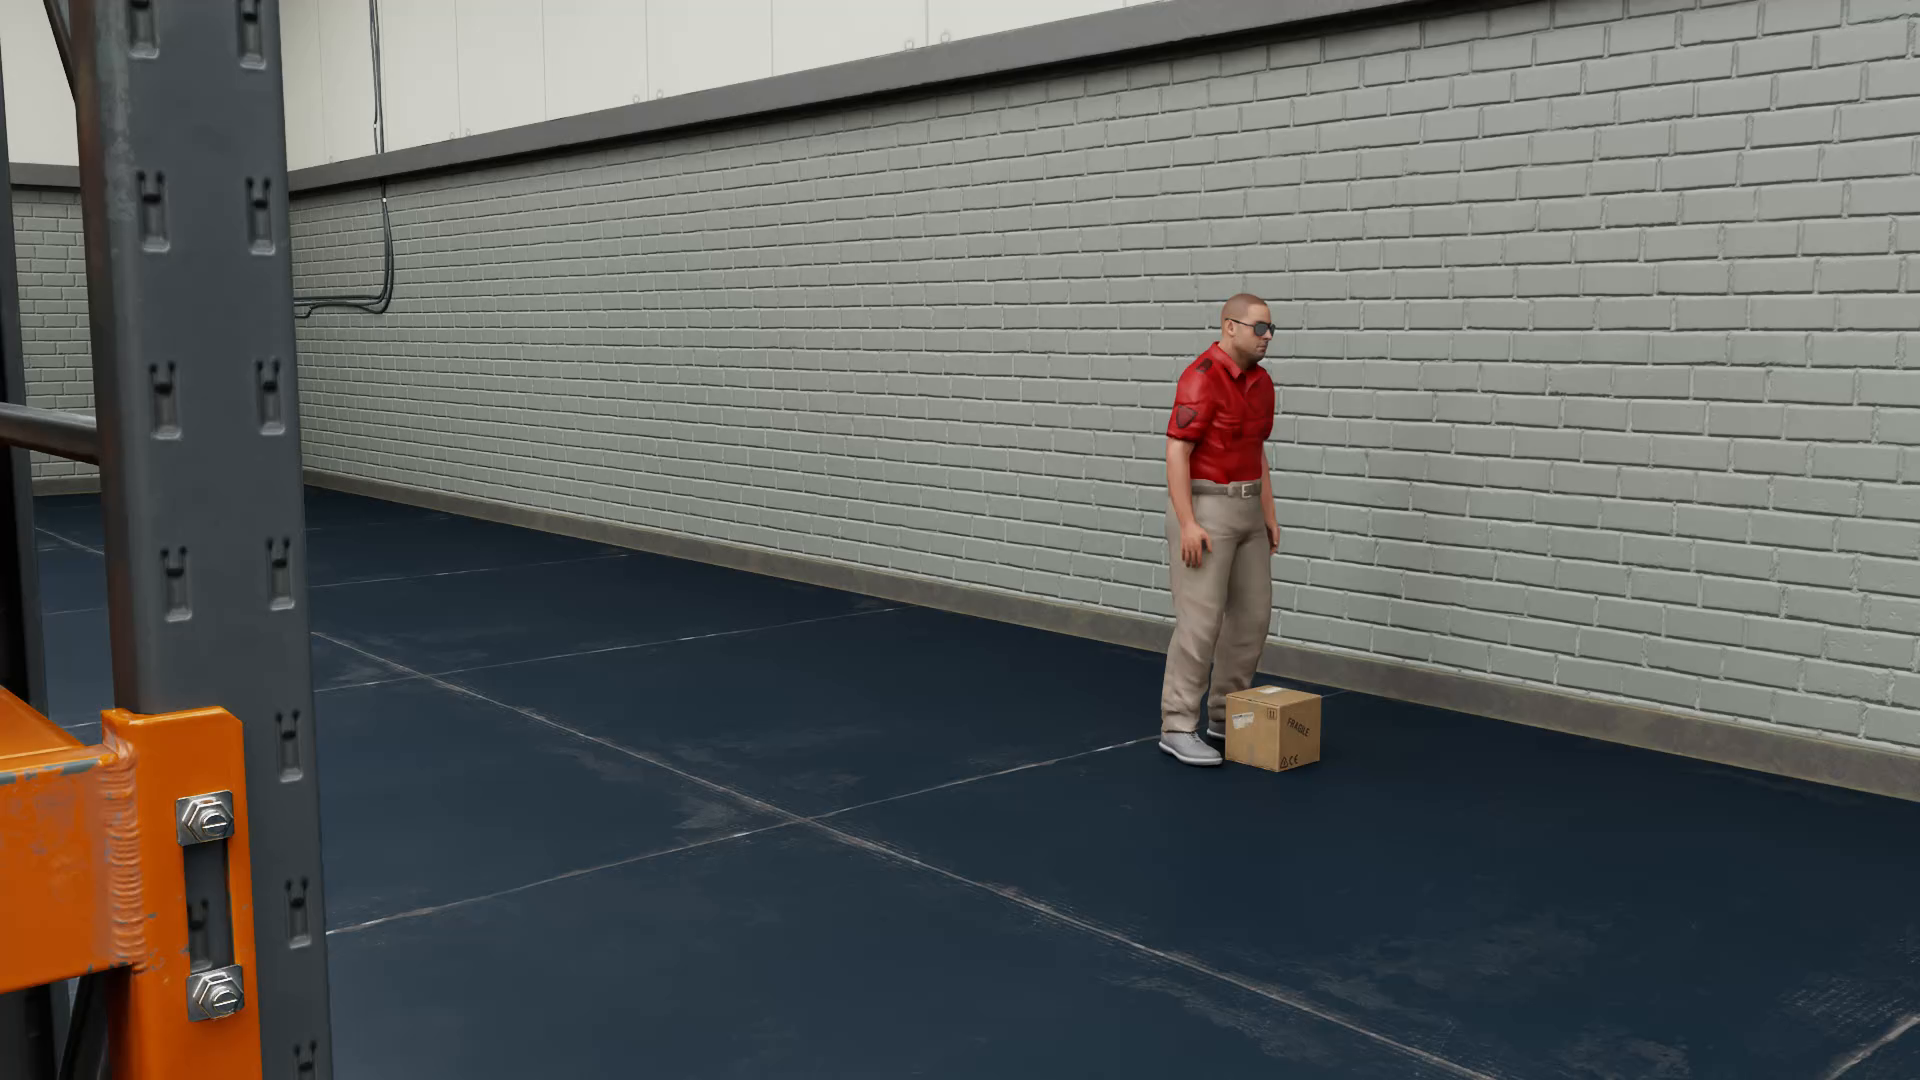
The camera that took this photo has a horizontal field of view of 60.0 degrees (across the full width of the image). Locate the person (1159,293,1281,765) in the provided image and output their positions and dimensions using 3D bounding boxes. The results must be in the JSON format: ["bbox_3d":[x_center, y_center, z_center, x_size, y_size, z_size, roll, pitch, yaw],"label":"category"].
[{"bbox_3d":[0.999,-0.059,6.289,0.606,1.727,0.389,-7,10,-44],"label":"person"}]
